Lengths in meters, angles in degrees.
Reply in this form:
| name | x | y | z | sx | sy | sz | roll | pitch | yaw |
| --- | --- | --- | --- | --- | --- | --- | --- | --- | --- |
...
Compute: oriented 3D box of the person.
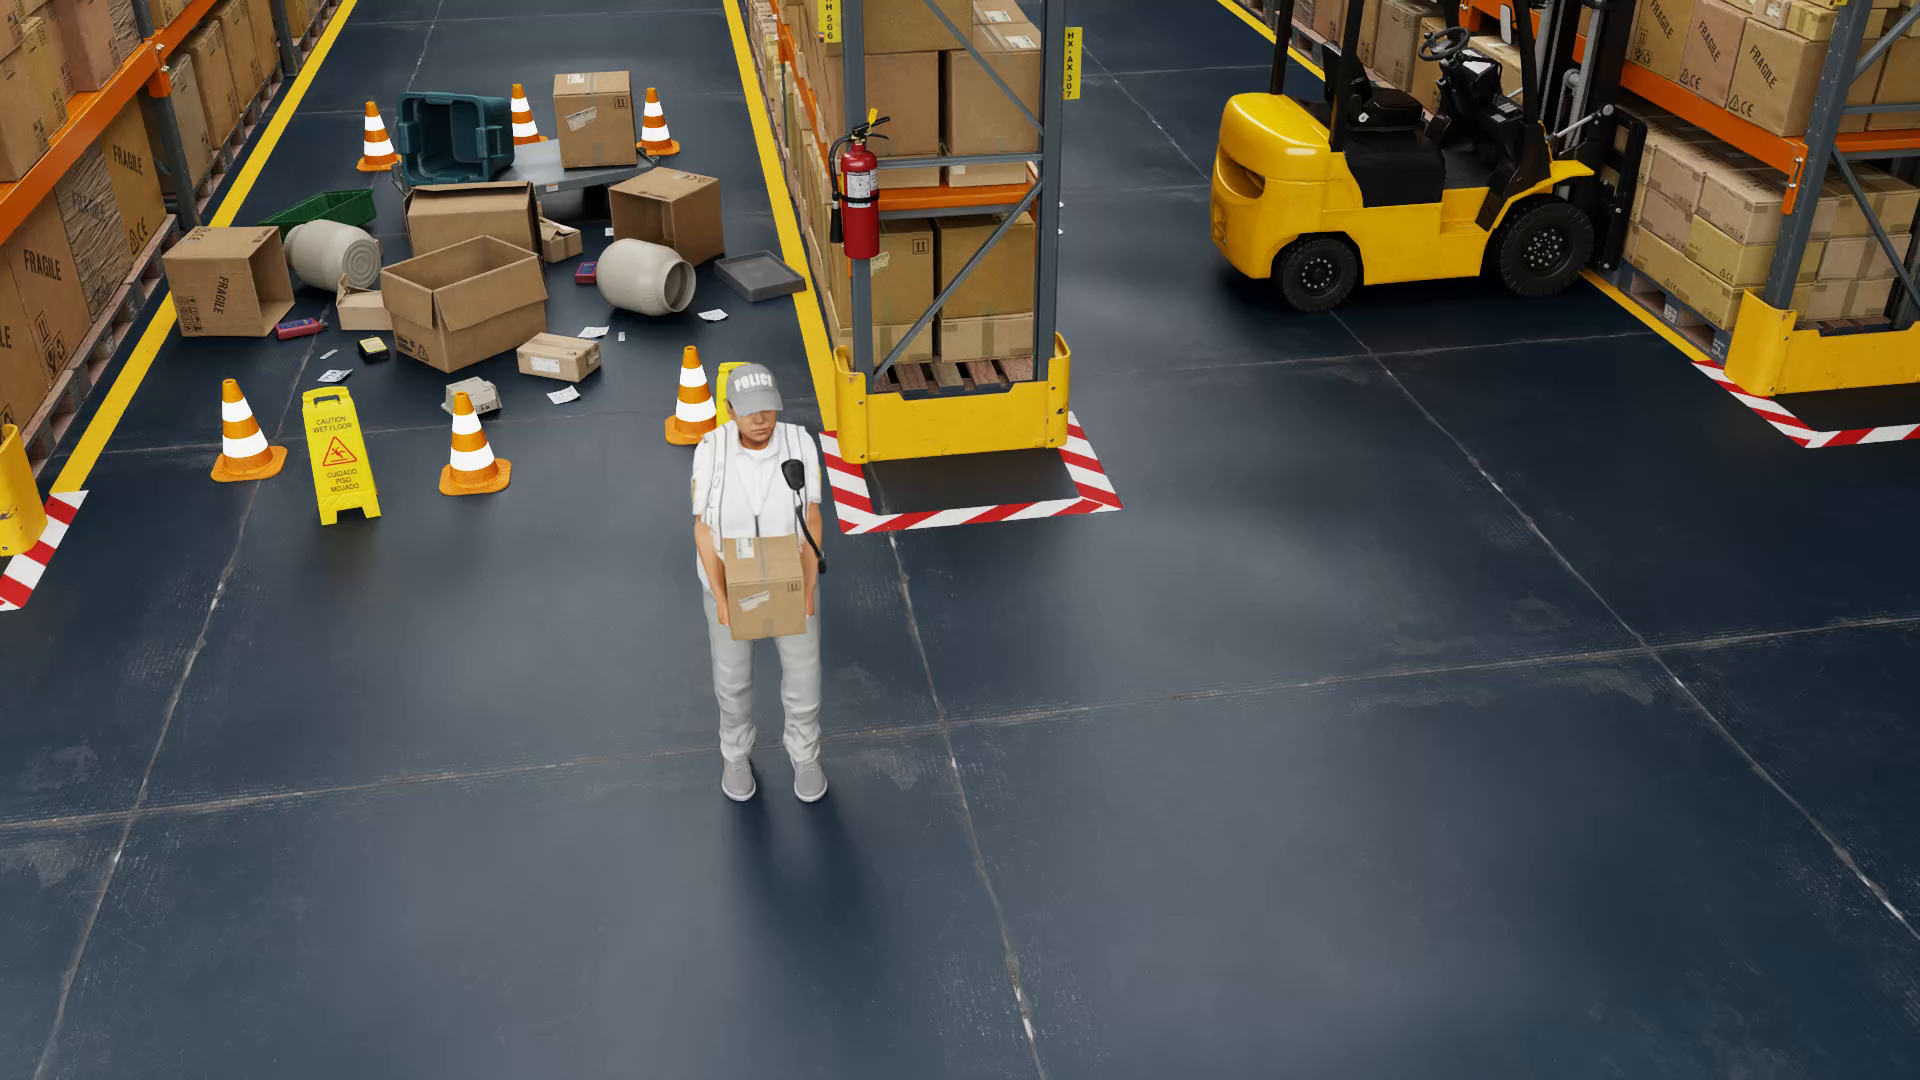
| name | x | y | z | sx | sy | sz | roll | pitch | yaw |
| --- | --- | --- | --- | --- | --- | --- | --- | --- | --- |
| person | -0.682 | 0.190 | 5.821 | 0.452 | 1.662 | 0.544 | -5 | 31 | -9 |
